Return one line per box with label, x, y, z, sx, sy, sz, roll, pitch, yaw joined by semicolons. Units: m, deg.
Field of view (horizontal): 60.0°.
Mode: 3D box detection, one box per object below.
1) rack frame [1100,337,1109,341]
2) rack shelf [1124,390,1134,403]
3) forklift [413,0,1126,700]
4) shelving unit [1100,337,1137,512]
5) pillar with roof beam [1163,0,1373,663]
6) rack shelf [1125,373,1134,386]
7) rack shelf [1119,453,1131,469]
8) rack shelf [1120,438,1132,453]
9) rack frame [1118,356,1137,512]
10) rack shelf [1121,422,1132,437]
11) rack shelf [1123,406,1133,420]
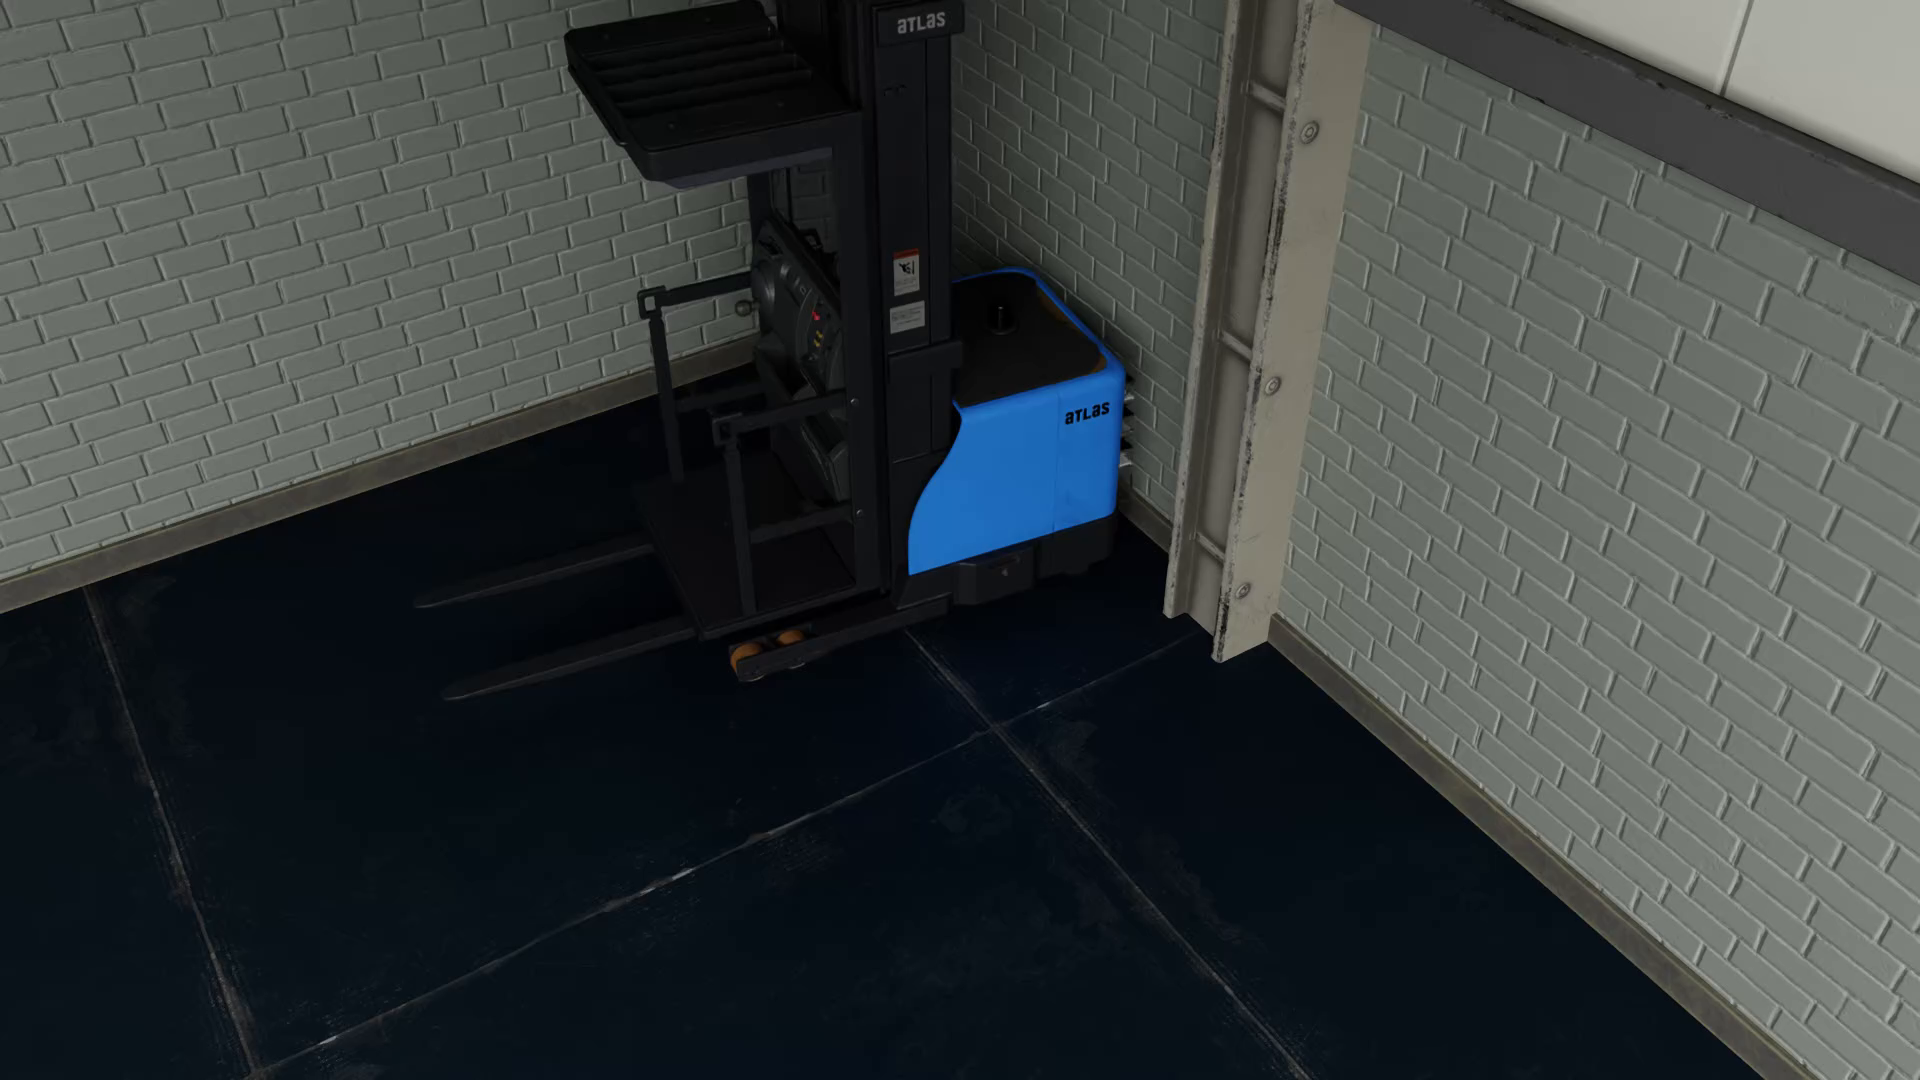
rack frame;0.626;-0.589;7.775;0.240;0.900;0.006;-17;39;-26
rack shelf;0.683;-0.657;7.620;0.258;0.077;0.200;-17;39;-26
forklift;-0.841;-0.910;6.613;3.031;2.935;1.130;-16;43;-19
shelving unit;0.678;-0.537;7.704;0.258;0.900;0.210;-17;39;-26
pillar with roof beam;-2.491;-1.602;2.703;9.100;9.000;0.400;-22;45;-24
rack shelf;0.686;-0.731;7.568;0.258;0.077;0.200;-17;39;-26
rack shelf;0.671;-0.362;7.826;0.258;0.077;0.200;-17;39;-26
rack shelf;0.674;-0.436;7.774;0.258;0.077;0.200;-17;39;-26
rack frame;0.730;-0.486;7.633;0.240;0.900;0.006;-17;39;-26
rack shelf;0.677;-0.510;7.723;0.258;0.077;0.200;-17;39;-26
rack shelf;0.680;-0.584;7.671;0.258;0.077;0.200;-17;39;-26
